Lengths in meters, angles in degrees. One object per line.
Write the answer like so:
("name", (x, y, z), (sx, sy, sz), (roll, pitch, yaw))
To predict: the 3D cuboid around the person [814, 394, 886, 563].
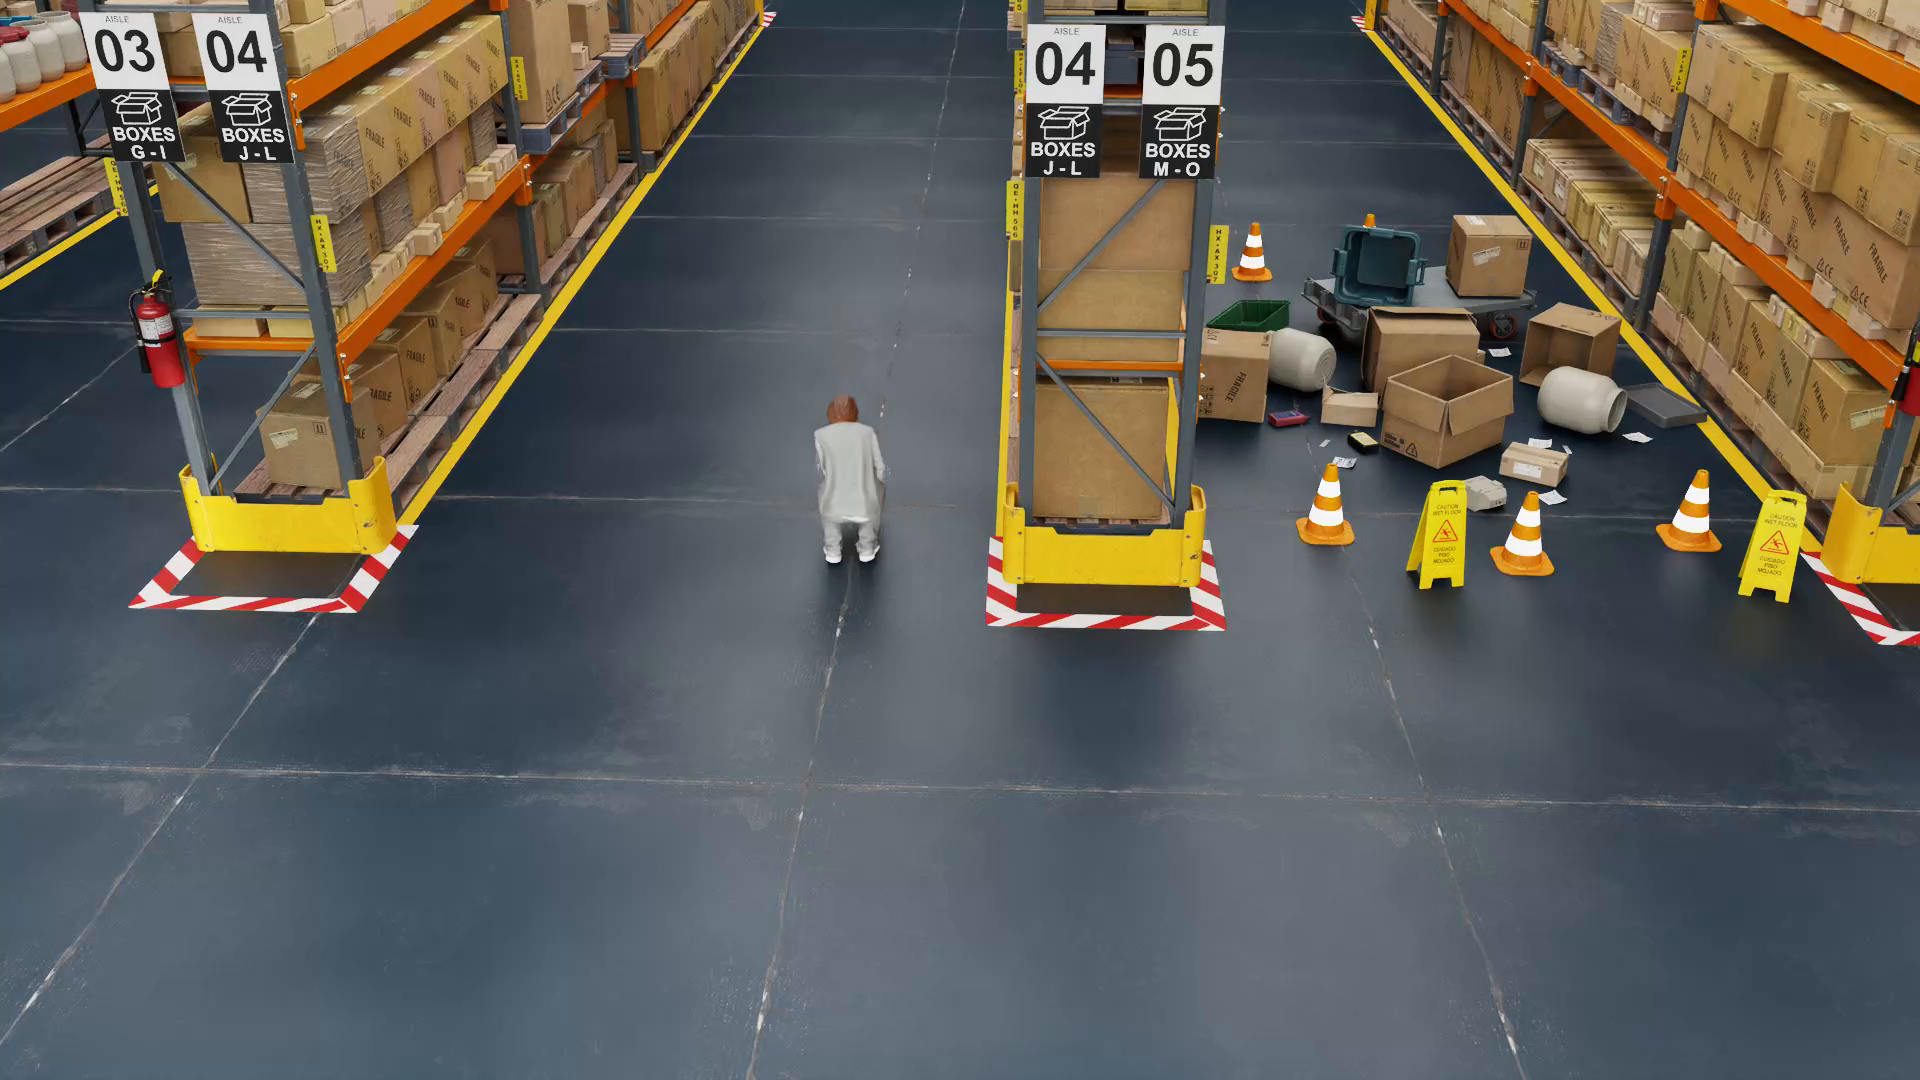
("person", (-0.661, -0.353, 10.026), (0.425, 0.906, 0.793), (0, 28, 1))
